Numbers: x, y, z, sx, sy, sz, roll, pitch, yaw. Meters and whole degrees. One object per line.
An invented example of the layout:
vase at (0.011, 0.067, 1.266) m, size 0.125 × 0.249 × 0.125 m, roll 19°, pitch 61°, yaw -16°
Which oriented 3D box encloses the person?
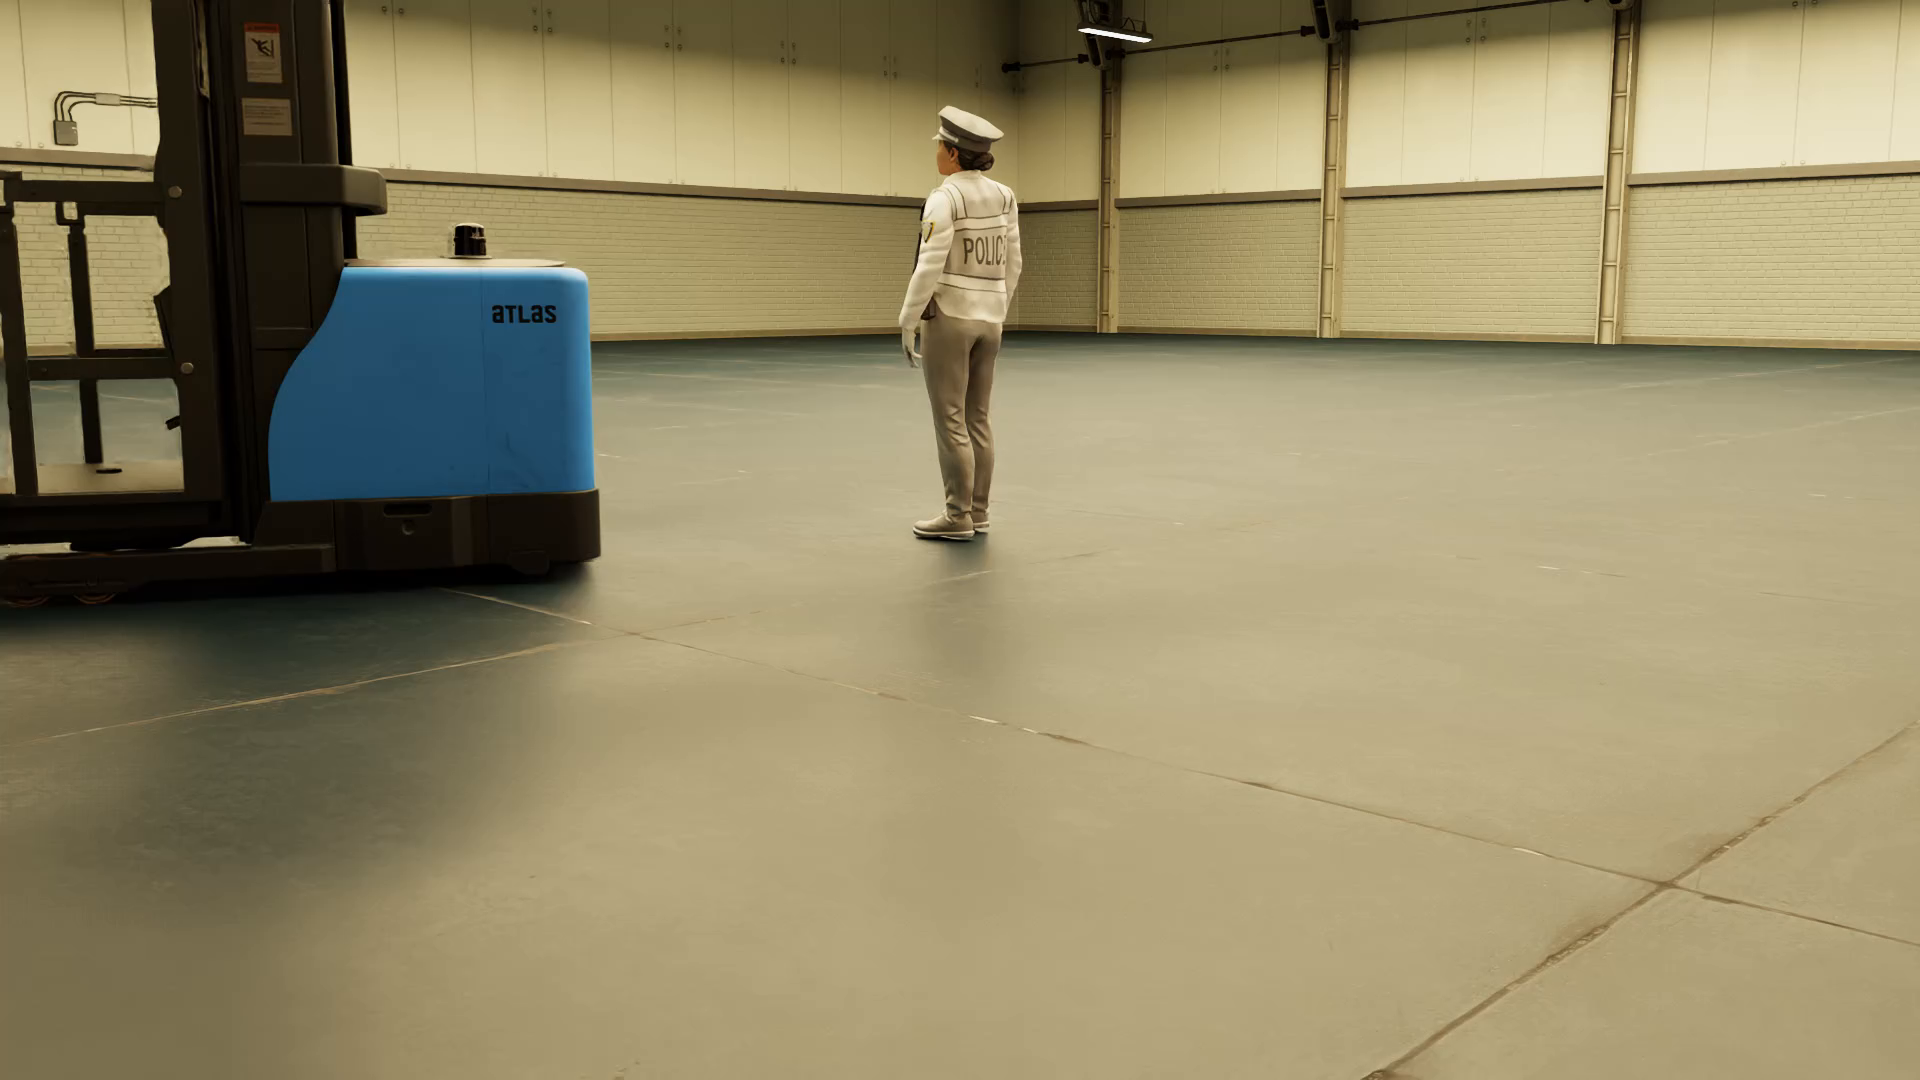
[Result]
person at (-0.044, -0.853, 6.641) m, size 0.533 × 1.696 × 0.588 m, roll 8°, pitch 12°, yaw 43°

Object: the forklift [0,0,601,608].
forklift at (-2.841, -1.322, 5.652) m, size 3.031 × 2.935 × 1.130 m, roll -2°, pitch 9°, yaw -16°
